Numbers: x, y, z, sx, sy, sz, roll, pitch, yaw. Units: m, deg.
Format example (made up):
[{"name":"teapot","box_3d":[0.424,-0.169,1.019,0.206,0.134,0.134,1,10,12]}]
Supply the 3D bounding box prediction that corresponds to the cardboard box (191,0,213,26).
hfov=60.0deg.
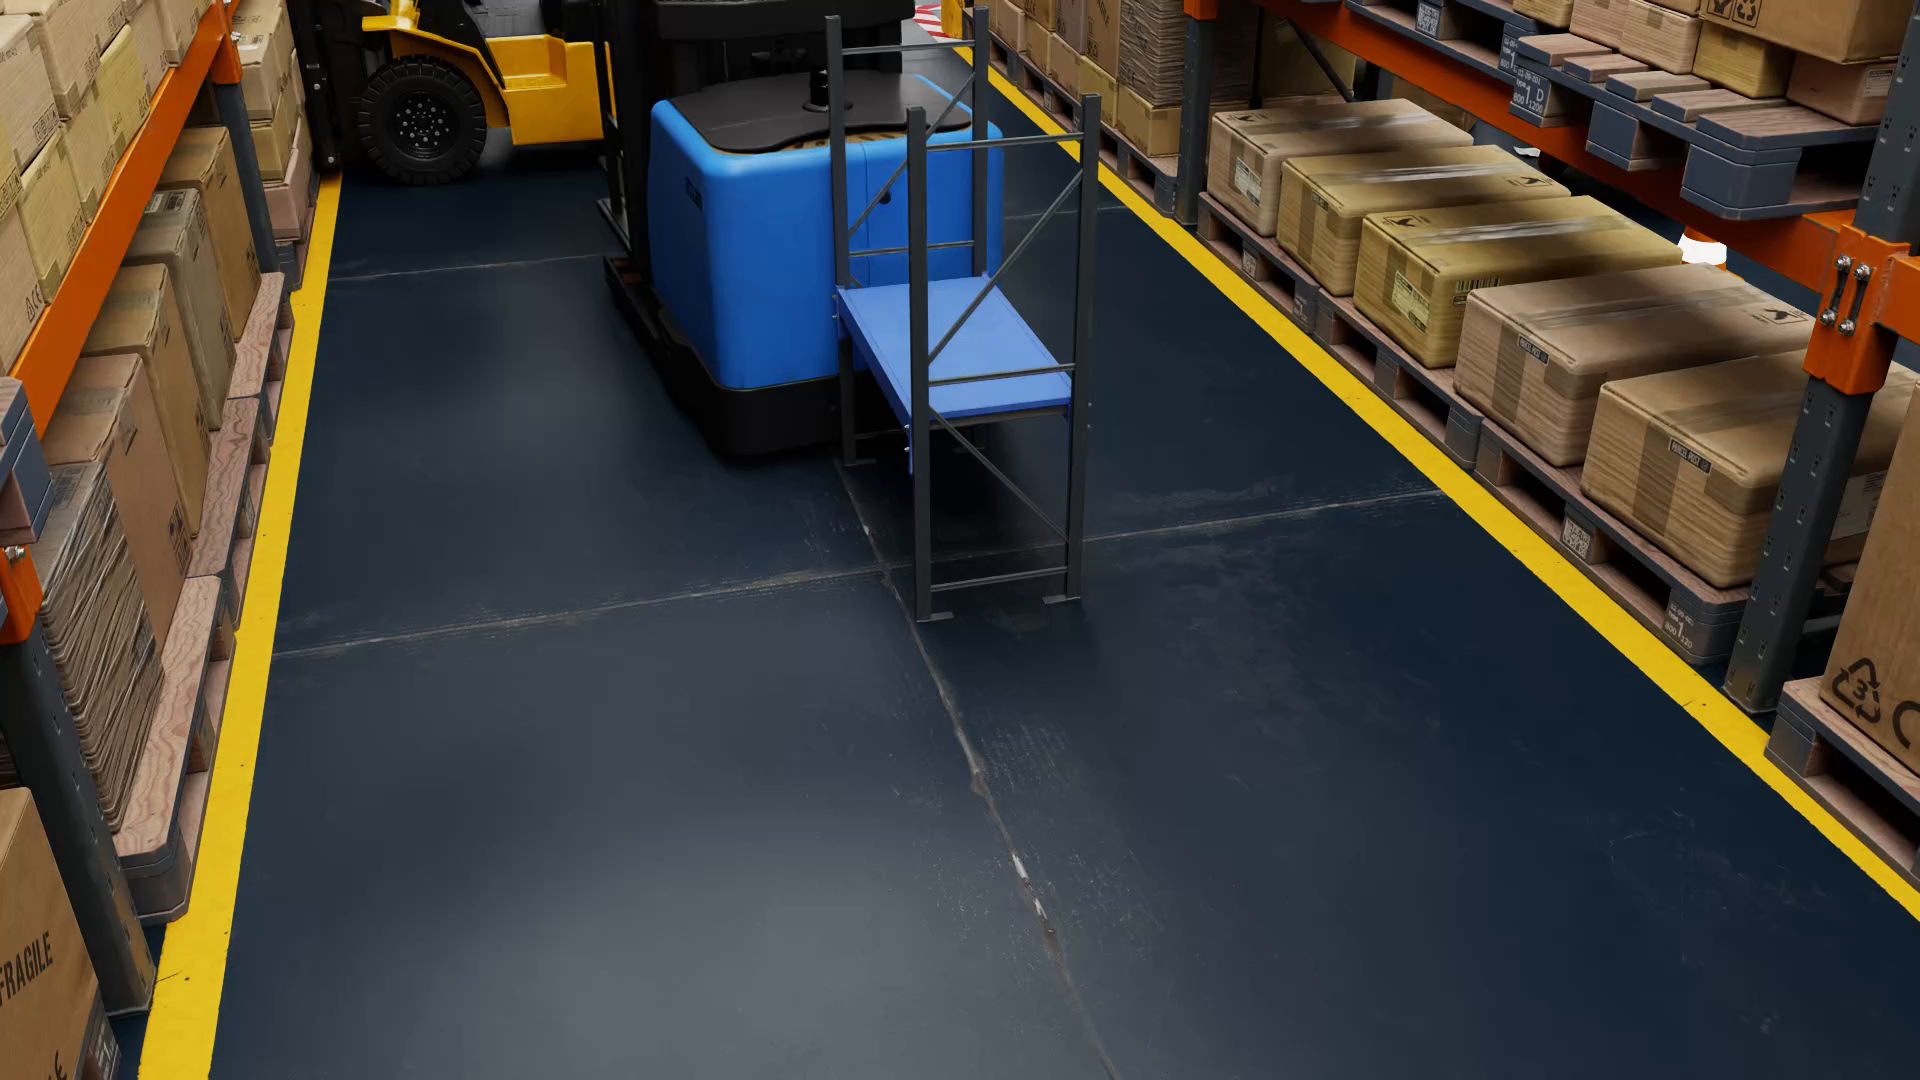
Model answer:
[{"name":"cardboard box","box_3d":[-2.889,-1.918,5.719,0.500,0.250,0.500,-7,31,-12]}]

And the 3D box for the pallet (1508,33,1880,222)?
[{"name":"pallet","box_3d":[2.279,-1.168,4.465,1.213,0.211,1.003,-8,31,-13]}]

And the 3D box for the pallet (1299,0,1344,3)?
[{"name":"pallet","box_3d":[1.572,-2.381,6.562,1.003,0.211,1.213,-8,31,-13]}]

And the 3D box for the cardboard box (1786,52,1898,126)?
[{"name":"cardboard box","box_3d":[2.257,-1.121,4.024,0.380,0.149,0.250,-7,31,-11]}]

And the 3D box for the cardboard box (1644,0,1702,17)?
[{"name":"cardboard box","box_3d":[2.035,-1.706,4.387,0.500,0.500,0.500,-8,31,-14]}]

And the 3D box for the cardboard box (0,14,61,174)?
[{"name":"cardboard box","box_3d":[-2.227,-0.900,3.460,0.500,0.250,0.500,-7,31,-12]}]

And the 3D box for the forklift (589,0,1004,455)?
[{"name":"forklift","box_3d":[-0.857,-2.276,6.256,1.130,2.935,3.031,-11,32,-19]}]

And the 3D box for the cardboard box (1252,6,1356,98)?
[{"name":"cardboard box","box_3d":[1.613,-2.490,8.135,0.500,0.500,0.500,-6,31,-11]}]

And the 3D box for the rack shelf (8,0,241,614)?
[{"name":"rack shelf","box_3d":[-2.744,-0.914,4.553,1.077,0.370,4.000,-8,31,-13]}]

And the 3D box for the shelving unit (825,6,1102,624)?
[{"name":"shelving unit","box_3d":[-0.023,-0.690,4.945,0.538,1.500,1.048,-8,31,-13]}]

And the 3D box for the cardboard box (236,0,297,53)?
[{"name":"cardboard box","box_3d":[-3.370,-2.378,7.692,0.500,0.250,0.500,-7,31,-12]}]

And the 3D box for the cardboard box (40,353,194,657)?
[{"name":"cardboard box","box_3d":[-2.547,-0.031,4.260,0.875,0.625,0.625,-7,31,-12]}]

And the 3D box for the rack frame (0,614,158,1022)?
[{"name":"rack frame","box_3d":[-2.213,-0.259,2.704,1.000,3.000,0.127,-8,31,-13]}]

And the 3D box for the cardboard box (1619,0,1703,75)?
[{"name":"cardboard box","box_3d":[2.006,-1.357,4.431,0.380,0.149,0.250,-8,31,-14]}]

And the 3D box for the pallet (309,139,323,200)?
[{"name":"pallet","box_3d":[-3.773,-1.964,8.433,1.003,0.211,1.213,-8,31,-13]}]

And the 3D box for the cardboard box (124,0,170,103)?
[{"name":"cardboard box","box_3d":[-2.648,-1.432,4.879,0.500,0.250,0.500,-8,31,-13]}]

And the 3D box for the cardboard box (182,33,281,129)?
[{"name":"cardboard box","box_3d":[-3.101,-1.891,6.850,0.500,0.250,0.500,-8,31,-14]}]

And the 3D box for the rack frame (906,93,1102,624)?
[{"name":"rack frame","box_3d":[0.112,-0.445,4.521,0.500,1.500,0.032,-8,31,-13]}]

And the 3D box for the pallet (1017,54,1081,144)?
[{"name":"pallet","box_3d":[0.970,-2.556,9.455,1.003,0.211,1.213,-8,31,-13]}]

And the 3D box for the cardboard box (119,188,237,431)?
[{"name":"cardboard box","box_3d":[-2.927,-0.719,5.449,0.875,0.625,0.625,-8,31,-14]}]

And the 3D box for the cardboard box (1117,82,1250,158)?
[{"name":"cardboard box","box_3d":[1.094,-2.095,8.200,0.500,0.250,0.500,-6,31,-11]}]

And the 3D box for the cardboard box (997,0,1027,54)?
[{"name":"cardboard box","box_3d":[0.524,-3.103,9.942,0.500,0.250,0.500,-7,31,-11]}]

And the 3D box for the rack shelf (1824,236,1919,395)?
[{"name":"rack shelf","box_3d":[3.102,0.356,2.358,1.077,0.370,4.000,-8,31,-13]}]

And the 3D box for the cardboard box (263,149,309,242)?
[{"name":"cardboard box","box_3d":[-3.084,-1.461,7.105,0.500,0.250,0.500,-8,31,-13]}]

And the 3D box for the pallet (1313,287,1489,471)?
[{"name":"pallet","box_3d":[2.045,-0.680,6.214,1.003,0.211,1.213,-8,31,-13]}]

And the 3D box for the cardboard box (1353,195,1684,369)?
[{"name":"cardboard box","box_3d":[2.032,-0.962,6.122,0.950,0.372,0.625,-7,31,-12]}]

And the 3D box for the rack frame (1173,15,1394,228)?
[{"name":"rack frame","box_3d":[1.510,-2.853,7.185,1.000,3.000,0.127,-8,31,-13]}]

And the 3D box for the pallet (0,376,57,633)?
[{"name":"pallet","box_3d":[-1.966,0.142,2.202,1.213,0.211,1.003,-8,31,-13]}]

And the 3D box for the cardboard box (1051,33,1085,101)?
[{"name":"cardboard box","box_3d":[0.812,-2.597,9.067,0.500,0.250,0.500,-7,31,-13]}]

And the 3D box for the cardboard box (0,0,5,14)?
[{"name":"cardboard box","box_3d":[-2.261,-1.150,3.496,0.380,0.149,0.250,-8,31,-13]}]

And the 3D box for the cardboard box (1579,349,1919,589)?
[{"name":"cardboard box","box_3d":[2.431,-0.240,4.874,0.950,0.372,0.625,-10,32,-17]}]

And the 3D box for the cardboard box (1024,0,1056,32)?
[{"name":"cardboard box","box_3d":[0.671,-3.168,9.306,0.500,0.500,0.500,-7,31,-12]}]

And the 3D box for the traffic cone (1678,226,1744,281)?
[{"name":"traffic cone","box_3d":[3.189,-1.342,7.107,0.336,0.463,0.334,-8,31,-13]}]

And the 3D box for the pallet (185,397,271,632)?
[{"name":"pallet","box_3d":[-2.714,-0.043,5.114,1.003,0.211,1.213,-8,31,-13]}]

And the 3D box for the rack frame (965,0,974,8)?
[{"name":"rack frame","box_3d":[0.448,-4.785,10.522,1.000,3.000,0.127,-8,31,-13]}]

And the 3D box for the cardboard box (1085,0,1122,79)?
[{"name":"cardboard box","box_3d":[0.957,-2.665,8.437,0.500,0.500,0.500,-7,31,-12]}]

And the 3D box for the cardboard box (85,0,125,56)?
[{"name":"cardboard box","box_3d":[-2.509,-1.398,4.322,0.500,0.250,0.500,-7,31,-13]}]

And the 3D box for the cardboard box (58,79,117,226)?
[{"name":"cardboard box","box_3d":[-2.368,-0.933,4.017,0.500,0.250,0.500,-9,31,-15]}]

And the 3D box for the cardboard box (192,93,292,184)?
[{"name":"cardboard box","box_3d":[-3.106,-1.674,6.974,0.500,0.250,0.500,-8,31,-14]}]

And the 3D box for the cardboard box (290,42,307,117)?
[{"name":"cardboard box","box_3d":[-3.364,-2.161,7.816,0.500,0.250,0.500,-8,31,-14]}]

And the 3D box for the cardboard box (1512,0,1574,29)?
[{"name":"cardboard box","box_3d":[1.861,-1.610,4.870,0.380,0.149,0.250,-7,31,-12]}]

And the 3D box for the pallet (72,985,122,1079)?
[{"name":"pallet","box_3d":[-2.052,1.313,2.771,1.003,0.211,1.213,-8,31,-13]}]

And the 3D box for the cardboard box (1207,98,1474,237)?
[{"name":"cardboard box","box_3d":[1.651,-1.644,7.301,0.950,0.372,0.625,-7,31,-13]}]

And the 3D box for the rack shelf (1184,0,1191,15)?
[{"name":"rack shelf","box_3d":[0.979,-3.508,9.034,1.077,0.370,4.000,-8,31,-13]}]

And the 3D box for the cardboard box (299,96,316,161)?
[{"name":"cardboard box","box_3d":[-3.385,-1.950,7.950,0.500,0.250,0.500,-7,31,-12]}]

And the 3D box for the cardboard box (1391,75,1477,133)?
[{"name":"cardboard box","box_3d":[2.537,-2.471,9.017,0.500,0.500,0.500,13,32,21]}]

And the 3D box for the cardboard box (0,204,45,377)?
[{"name":"cardboard box","box_3d":[-2.095,-0.441,3.168,0.500,0.250,0.500,-8,31,-13]}]

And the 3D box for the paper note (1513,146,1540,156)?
[{"name":"paper note","box_3d":[3.014,-2.051,8.763,0.148,0.019,0.142,-8,31,-13]}]

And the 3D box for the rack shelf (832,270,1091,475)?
[{"name":"rack shelf","box_3d":[-0.023,-0.535,5.036,0.538,0.185,1.000,-8,31,-13]}]
